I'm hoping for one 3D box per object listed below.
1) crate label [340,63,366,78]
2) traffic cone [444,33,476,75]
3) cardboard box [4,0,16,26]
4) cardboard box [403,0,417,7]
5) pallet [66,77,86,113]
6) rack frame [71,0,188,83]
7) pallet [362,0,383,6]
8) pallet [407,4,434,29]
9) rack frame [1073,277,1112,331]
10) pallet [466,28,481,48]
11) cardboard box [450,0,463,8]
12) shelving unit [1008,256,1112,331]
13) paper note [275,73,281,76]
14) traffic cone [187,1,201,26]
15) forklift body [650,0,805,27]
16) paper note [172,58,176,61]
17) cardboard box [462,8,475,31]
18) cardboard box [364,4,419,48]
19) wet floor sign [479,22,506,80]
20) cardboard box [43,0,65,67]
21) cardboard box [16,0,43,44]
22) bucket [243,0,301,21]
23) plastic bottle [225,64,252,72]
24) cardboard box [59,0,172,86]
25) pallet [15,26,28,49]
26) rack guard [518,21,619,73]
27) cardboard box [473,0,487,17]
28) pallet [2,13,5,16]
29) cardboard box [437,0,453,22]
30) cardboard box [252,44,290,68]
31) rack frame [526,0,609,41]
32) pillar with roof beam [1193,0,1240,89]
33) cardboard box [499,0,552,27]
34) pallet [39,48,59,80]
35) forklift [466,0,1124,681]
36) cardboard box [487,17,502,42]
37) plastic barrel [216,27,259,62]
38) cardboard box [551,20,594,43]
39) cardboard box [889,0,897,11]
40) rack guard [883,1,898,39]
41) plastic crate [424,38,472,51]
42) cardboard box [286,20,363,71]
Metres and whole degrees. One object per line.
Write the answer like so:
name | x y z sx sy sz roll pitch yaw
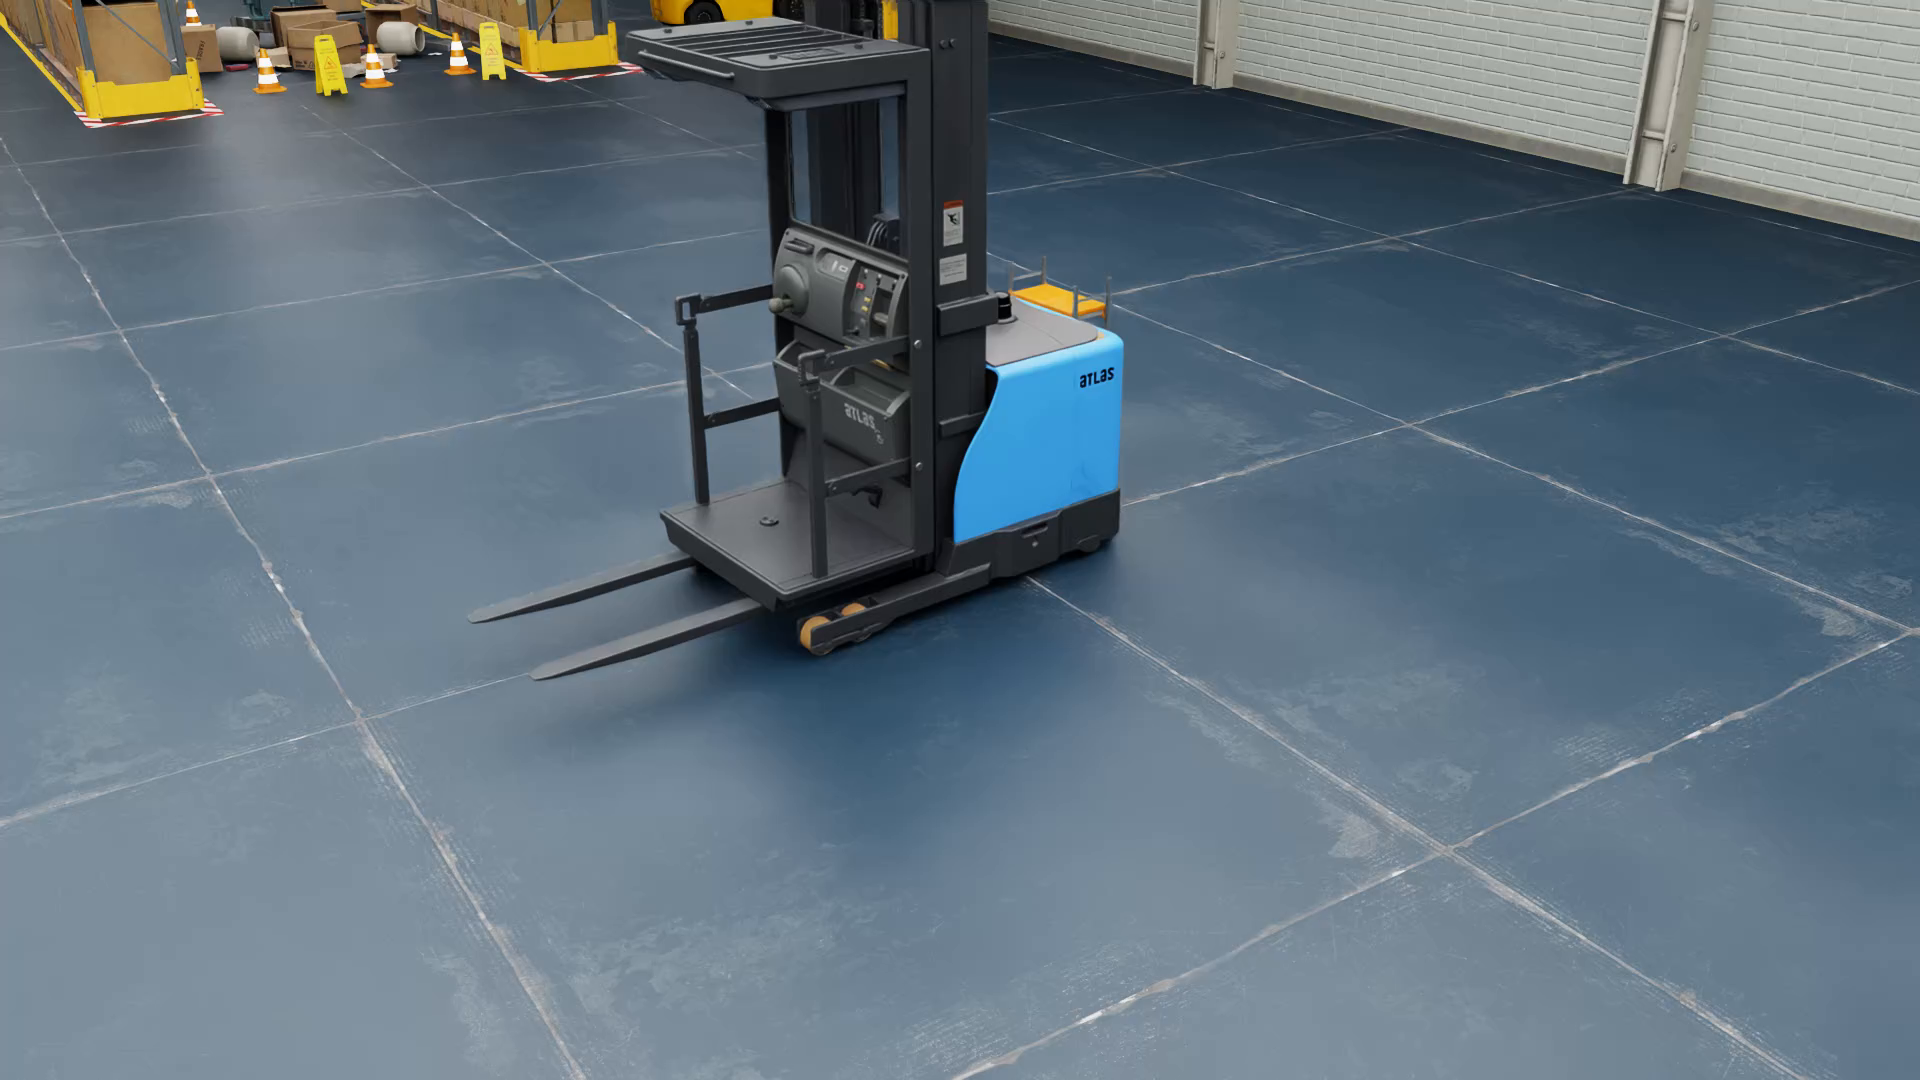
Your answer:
crate label | -7.360 -5.692 20.146 0.298 0.136 0.250 12 28 24
traffic cone | -6.134 -5.952 20.317 0.336 0.463 0.334 -16 29 -30
cardboard box | -12.541 -7.540 22.852 1.050 0.750 0.750 -15 29 -29
cardboard box | -7.686 -8.122 24.528 0.950 0.372 0.625 -14 28 -26
pallet | -9.413 -5.064 18.729 1.003 0.211 1.213 -16 29 -30
rack frame | -8.911 -6.057 17.566 1.000 3.000 0.127 -16 29 -30
pallet | -8.760 -8.567 26.150 1.003 0.211 1.213 -16 29 -30
pallet | -7.428 -7.694 24.302 1.003 0.211 1.213 -16 29 -30
rack frame | 0.647 -0.719 8.367 0.240 1.200 0.015 -19 31 -34
pallet | -5.936 -6.747 22.296 1.003 0.211 1.213 -16 29 -30
cardboard box | -6.604 -7.500 22.474 0.500 0.500 0.500 -14 29 -28
shelving unit | 0.495 -0.800 8.540 0.258 1.200 0.503 -19 31 -34
paper note | -8.322 -5.655 20.195 0.144 0.017 0.142 -6 26 -12
traffic cone | -10.561 -7.172 22.900 0.336 0.463 0.334 -16 29 -30
forklift body | -3.226 -8.274 23.257 2.313 2.155 1.214 -16 29 -30
paper note | -9.969 -6.116 21.168 0.142 0.020 0.147 7 26 15
cardboard box | -6.314 -6.972 22.235 0.500 0.250 0.500 -16 30 -30
cardboard box | -7.557 -6.848 22.167 0.500 0.500 0.500 3 25 6
wet floor sign | -5.611 -5.865 19.917 0.267 0.644 0.232 -6 26 -12
cardboard box | -10.314 -6.154 19.769 0.875 0.875 0.875 -15 29 -29
cardboard box | -11.509 -6.861 21.414 1.050 0.750 0.750 -16 29 -30
bucket | -9.088 -7.183 22.006 0.726 0.611 0.620 -6 16 -12
plastic bottle | -8.919 -5.846 20.563 0.133 0.061 0.283 18 31 33
cardboard box | -9.336 -5.513 18.412 0.875 0.875 0.875 -15 29 -29
pallet | -12.249 -6.922 22.665 1.003 0.211 1.213 -16 29 -30
rack guard | -4.860 -6.143 20.678 1.175 0.500 0.348 -16 29 -30
cardboard box | -6.032 -7.126 21.682 0.500 0.500 0.500 -16 30 -31
pallet | -13.703 -7.937 24.816 1.003 0.211 1.213 -16 29 -30
cardboard box | -6.906 -7.350 23.034 0.500 0.250 0.500 -17 30 -32
cardboard box | -8.613 -6.066 20.788 0.396 0.266 0.258 -10 27 -21
rack frame | -4.819 -7.247 20.087 1.000 3.000 0.127 -16 29 -30
pillar with roof beam | -0.618 -8.427 15.560 9.100 9.000 0.400 -16 29 -30
cardboard box | -5.474 -6.758 20.902 0.500 0.500 0.500 -15 29 -29
pallet | -10.745 -5.936 20.578 1.003 0.211 1.213 -16 29 -30
forklift | -0.692 -1.081 7.107 3.031 2.935 1.130 -18 31 -34
cardboard box | -5.761 -6.607 21.460 0.500 0.250 0.500 -15 29 -29
plastic barrel | -9.190 -6.274 21.045 0.512 0.421 0.421 3 25 6
cardboard box | -5.027 -6.546 21.332 0.500 0.250 0.500 -16 30 -30
cardboard box | -1.183 -7.446 23.237 0.500 0.250 0.500 -15 29 -29
rack guard | -0.649 -7.266 23.055 1.175 0.500 0.348 -16 29 -30
plastic crate | -6.832 -6.604 22.146 0.583 0.080 0.402 18 31 33
cardboard box | -7.899 -6.156 20.701 0.637 0.503 0.797 7 26 15
